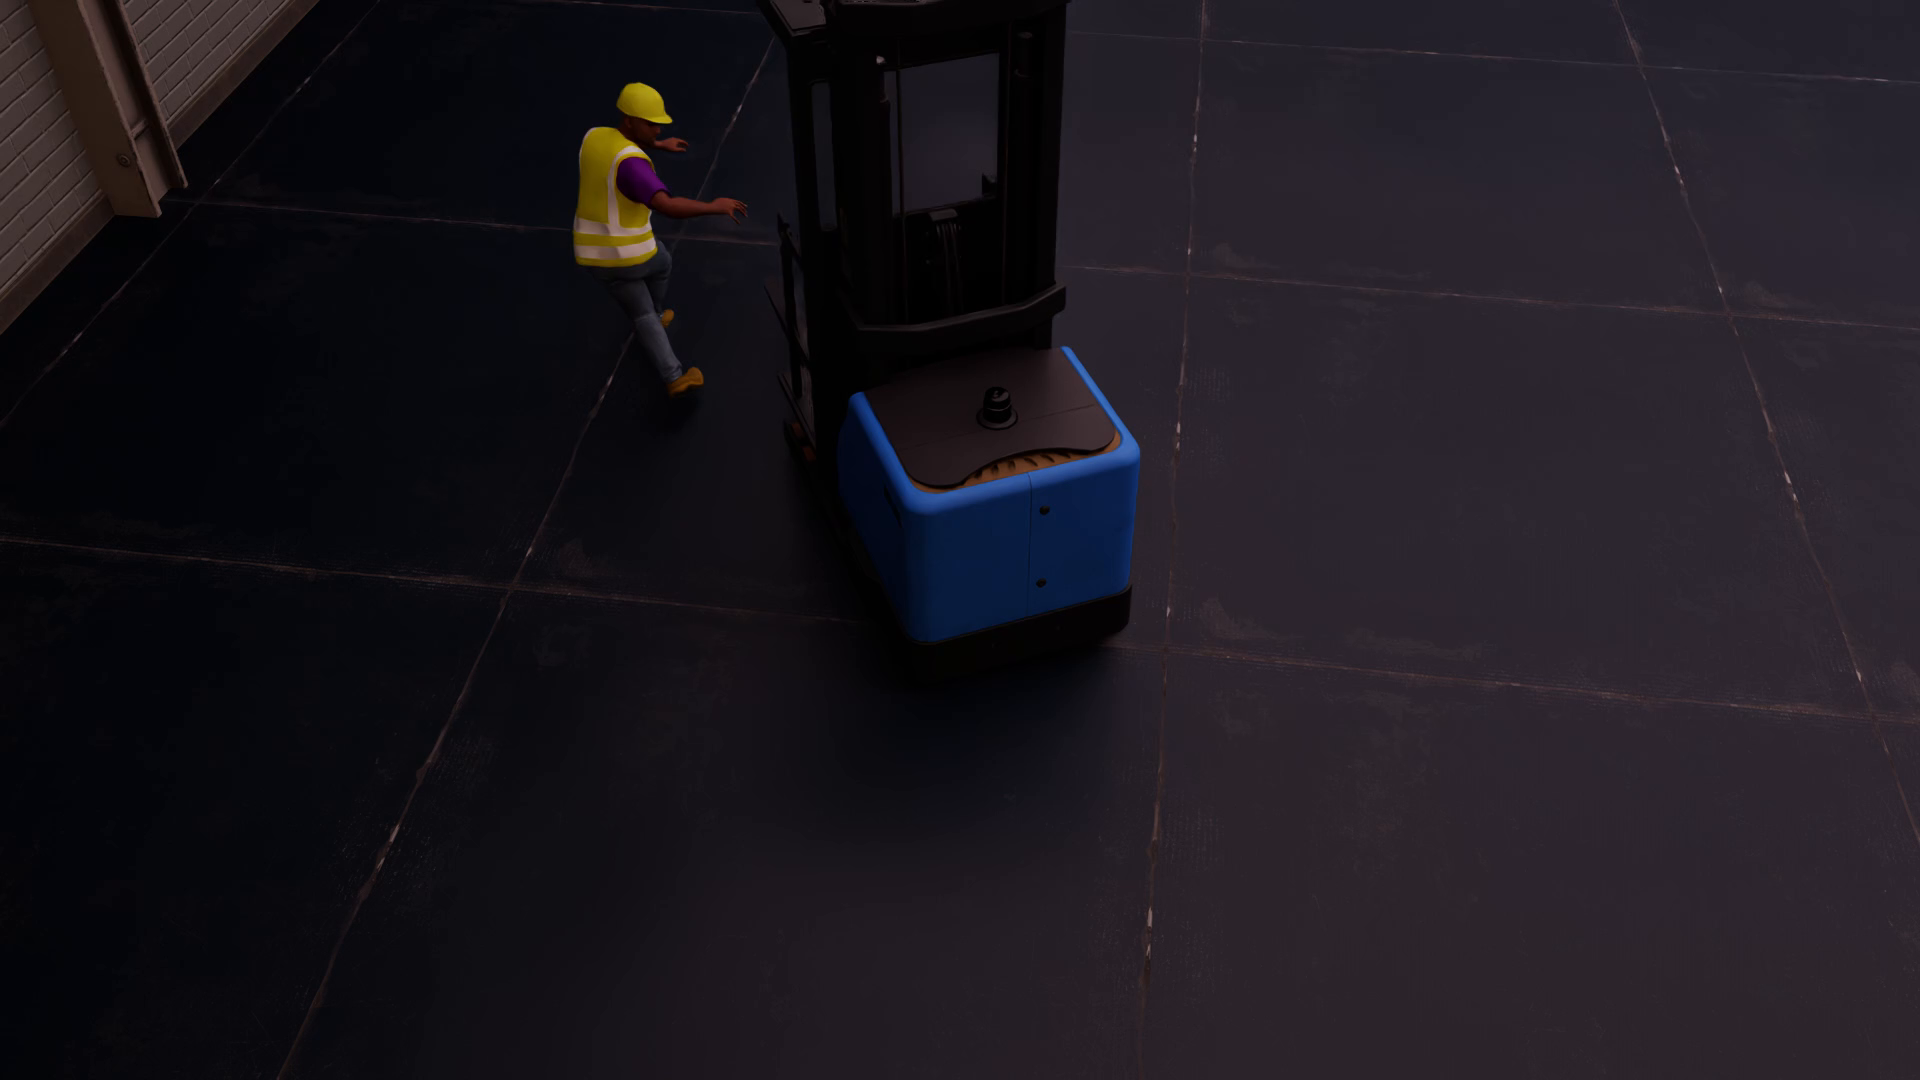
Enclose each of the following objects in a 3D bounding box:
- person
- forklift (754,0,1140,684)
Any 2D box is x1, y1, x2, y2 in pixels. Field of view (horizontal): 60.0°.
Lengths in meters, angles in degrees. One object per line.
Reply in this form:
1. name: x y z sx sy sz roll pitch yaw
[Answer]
1. person: -1.457 -1.596 8.523 0.966 1.553 1.166 14 44 15
2. forklift: -0.238 -1.475 7.330 1.130 2.935 3.031 -14 44 -15
